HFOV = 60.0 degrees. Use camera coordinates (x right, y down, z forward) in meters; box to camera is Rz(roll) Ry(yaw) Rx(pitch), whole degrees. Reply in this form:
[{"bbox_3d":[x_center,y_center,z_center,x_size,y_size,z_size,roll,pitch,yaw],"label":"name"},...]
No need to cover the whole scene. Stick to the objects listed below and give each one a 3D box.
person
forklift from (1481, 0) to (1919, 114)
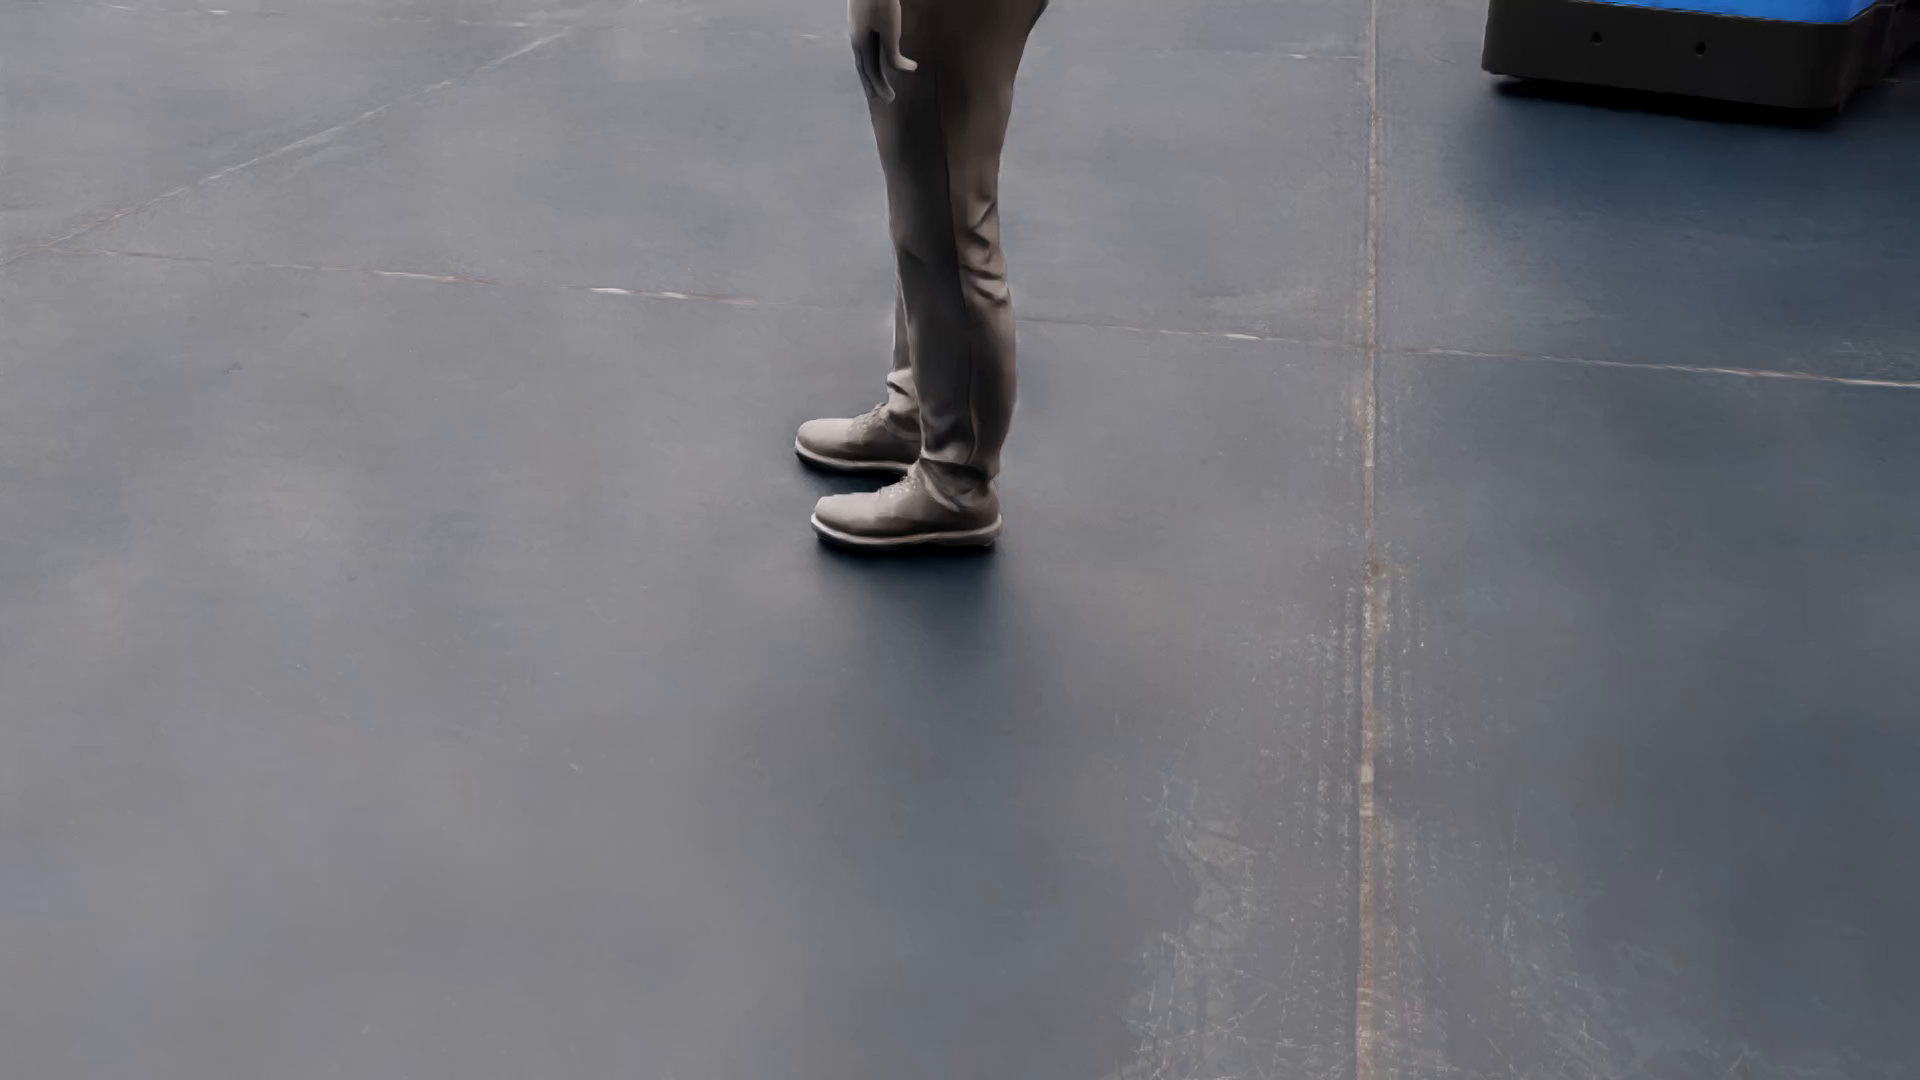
[{"bbox_3d":[-0.064,-0.773,2.134,0.532,1.695,0.586,6,27,11],"label":"person"},{"bbox_3d":[2.942,-3.164,5.518,1.130,2.935,3.031,18,32,31],"label":"forklift"}]
